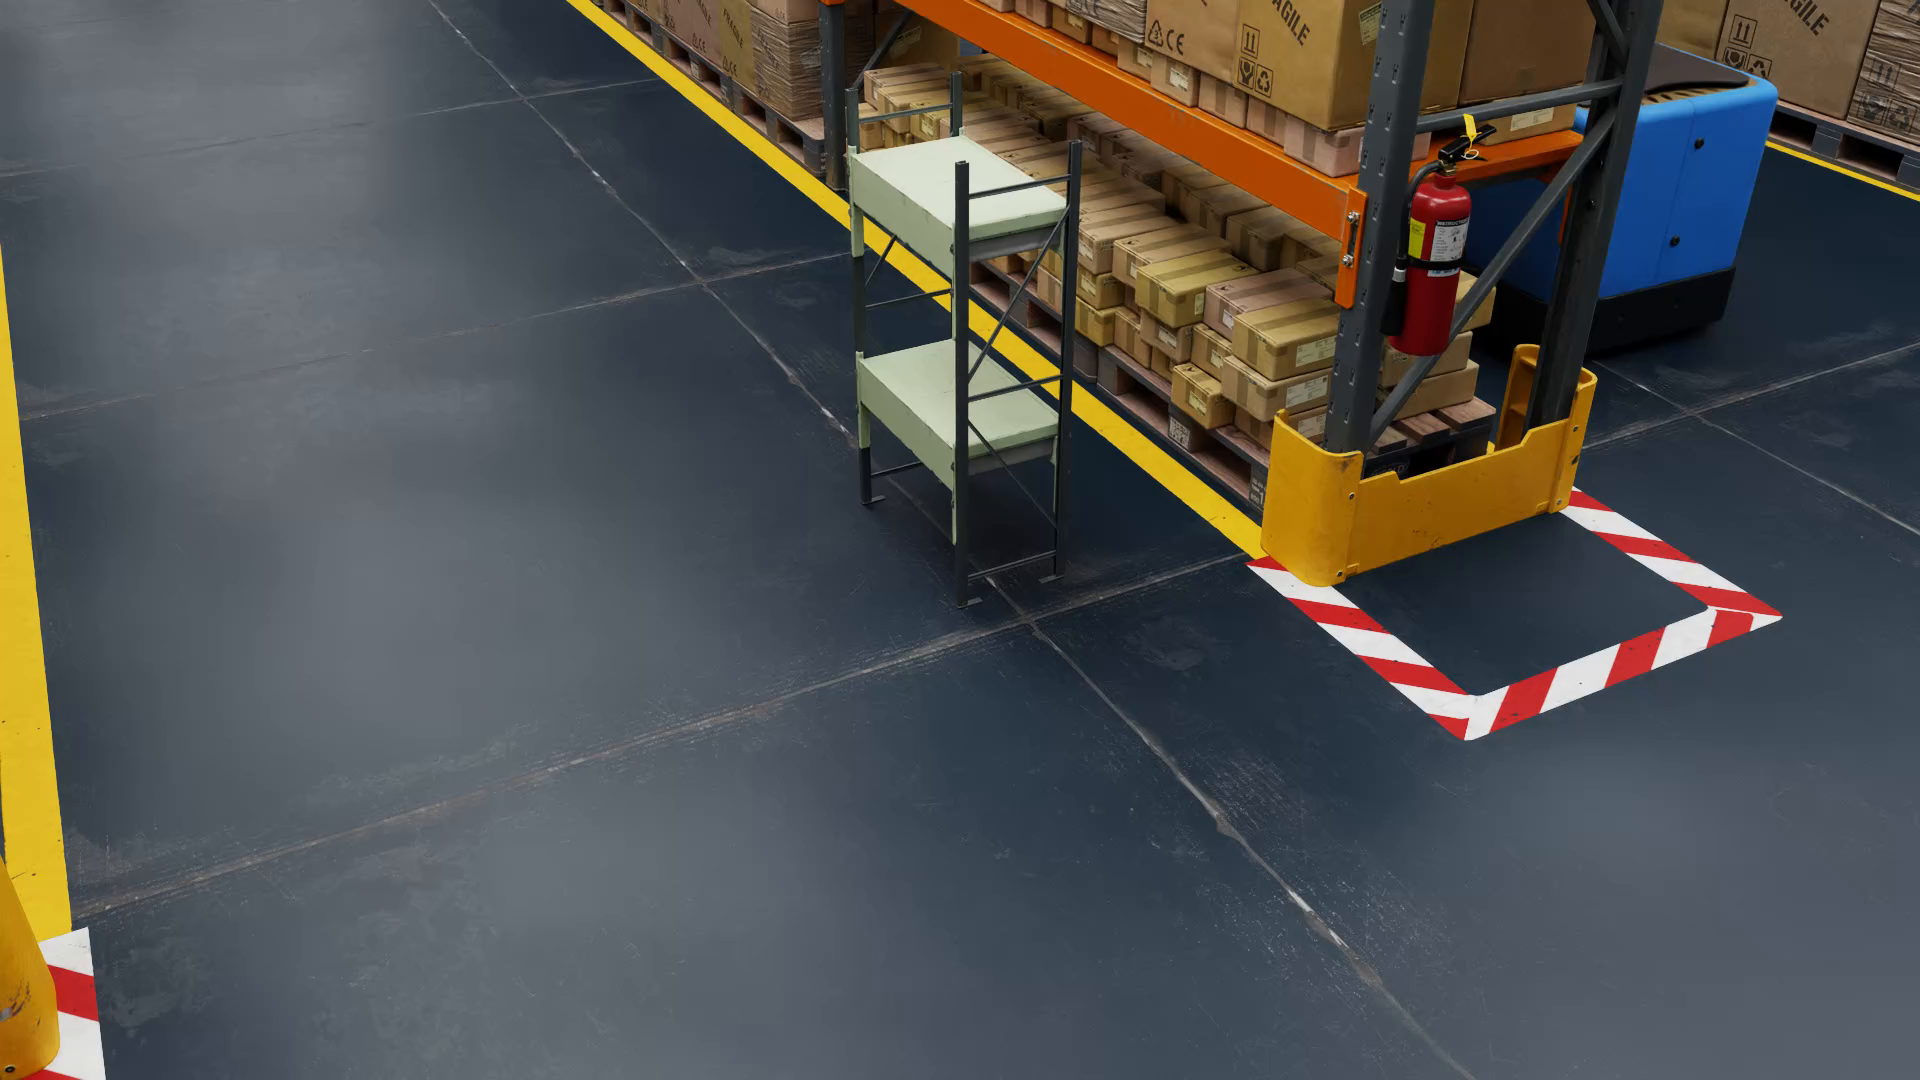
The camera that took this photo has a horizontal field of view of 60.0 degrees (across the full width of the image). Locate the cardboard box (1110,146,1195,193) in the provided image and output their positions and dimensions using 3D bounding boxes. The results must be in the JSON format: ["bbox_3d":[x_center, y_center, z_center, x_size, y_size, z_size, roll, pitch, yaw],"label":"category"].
[{"bbox_3d":[0.865,-1.568,7.118,0.380,0.149,0.250,-16,36,-23],"label":"cardboard box"}]

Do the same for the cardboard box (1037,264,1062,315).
[{"bbox_3d":[0.545,-1.063,6.881,0.380,0.149,0.250,-15,36,-22],"label":"cardboard box"}]

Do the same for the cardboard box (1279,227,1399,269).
[{"bbox_3d":[1.459,-1.103,6.392,0.380,0.149,0.250,-16,36,-23],"label":"cardboard box"}]

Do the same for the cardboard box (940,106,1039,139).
[{"bbox_3d":[0.133,-1.832,7.531,0.380,0.149,0.250,-17,36,-24],"label":"cardboard box"}]

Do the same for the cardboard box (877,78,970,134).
[{"bbox_3d":[-0.170,-2.059,7.886,0.380,0.149,0.250,-14,35,-21],"label":"cardboard box"}]

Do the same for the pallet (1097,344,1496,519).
[{"bbox_3d":[1.259,-0.545,6.405,1.003,0.211,1.213,-16,36,-23],"label":"pallet"}]

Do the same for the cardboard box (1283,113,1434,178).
[{"bbox_3d":[1.240,-1.265,5.177,0.380,0.149,0.250,-16,36,-23],"label":"cardboard box"}]

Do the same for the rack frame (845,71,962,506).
[{"bbox_3d":[-0.174,-0.809,5.623,0.400,1.500,0.023,-16,36,-23],"label":"rack frame"}]

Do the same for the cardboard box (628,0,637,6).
[{"bbox_3d":[-1.984,-3.827,10.870,0.500,0.500,0.500,-17,37,-25],"label":"cardboard box"}]

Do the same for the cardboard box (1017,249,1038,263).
[{"bbox_3d":[0.390,-1.311,6.993,0.380,0.149,0.250,-15,36,-23],"label":"cardboard box"}]

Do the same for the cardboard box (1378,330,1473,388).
[{"bbox_3d":[1.625,-0.703,6.044,0.380,0.149,0.250,-14,35,-21],"label":"cardboard box"}]

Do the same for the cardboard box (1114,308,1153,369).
[{"bbox_3d":[0.829,-0.821,6.504,0.380,0.149,0.250,-15,36,-23],"label":"cardboard box"}]

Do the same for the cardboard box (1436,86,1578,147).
[{"bbox_3d":[1.781,-1.418,5.415,0.380,0.149,0.250,-16,36,-23],"label":"cardboard box"}]

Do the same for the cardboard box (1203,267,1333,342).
[{"bbox_3d":[1.104,-0.837,5.977,0.380,0.149,0.250,-15,36,-22],"label":"cardboard box"}]

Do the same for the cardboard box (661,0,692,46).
[{"bbox_3d":[-1.503,-3.344,10.117,0.500,0.500,0.500,-17,36,-24],"label":"cardboard box"}]

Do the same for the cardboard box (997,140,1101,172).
[{"bbox_3d":[0.380,-1.581,7.139,0.380,0.149,0.250,-17,37,-25],"label":"cardboard box"}]

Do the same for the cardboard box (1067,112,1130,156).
[{"bbox_3d":[0.710,-1.839,7.543,0.380,0.149,0.250,-18,37,-25],"label":"cardboard box"}]

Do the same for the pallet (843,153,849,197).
[{"bbox_3d":[0.121,-1.710,8.223,1.003,0.211,1.213,-16,36,-23],"label":"pallet"}]

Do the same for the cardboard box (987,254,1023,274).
[{"bbox_3d":[0.303,-1.308,7.265,0.380,0.149,0.250,-17,36,-24],"label":"cardboard box"}]

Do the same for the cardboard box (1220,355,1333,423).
[{"bbox_3d":[1.143,-0.568,5.834,0.380,0.149,0.250,-17,36,-24],"label":"cardboard box"}]

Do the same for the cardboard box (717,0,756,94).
[{"bbox_3d":[-1.030,-2.854,9.353,0.500,0.500,0.500,-17,36,-24],"label":"cardboard box"}]

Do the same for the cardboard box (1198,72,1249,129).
[{"bbox_3d":[1.027,-1.509,5.558,0.380,0.149,0.250,-16,36,-24],"label":"cardboard box"}]

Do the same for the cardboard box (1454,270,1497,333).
[{"bbox_3d":[1.698,-0.849,5.996,0.380,0.149,0.250,-18,37,-25],"label":"cardboard box"}]

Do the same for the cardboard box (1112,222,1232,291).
[{"bbox_3d":[0.807,-1.068,6.338,0.380,0.149,0.250,-17,37,-25],"label":"cardboard box"}]

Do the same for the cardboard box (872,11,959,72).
[{"bbox_3d":[-0.333,-2.739,9.172,0.500,0.500,0.500,-14,35,-21],"label":"cardboard box"}]

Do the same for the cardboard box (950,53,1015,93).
[{"bbox_3d":[0.173,-2.318,8.289,0.380,0.149,0.250,-15,36,-22],"label":"cardboard box"}]

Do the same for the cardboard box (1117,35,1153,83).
[{"bbox_3d":[0.790,-1.758,5.947,0.380,0.149,0.250,-18,37,-25],"label":"cardboard box"}]

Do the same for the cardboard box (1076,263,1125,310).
[{"bbox_3d":[0.647,-1.060,6.601,0.380,0.149,0.250,-15,36,-22],"label":"cardboard box"}]

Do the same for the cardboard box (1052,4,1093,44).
[{"bbox_3d":[0.579,-2.024,6.362,0.380,0.149,0.250,-15,36,-22],"label":"cardboard box"}]

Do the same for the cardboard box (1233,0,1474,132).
[{"bbox_3d":[1.205,-1.603,5.104,0.500,0.500,0.500,-15,36,-22],"label":"cardboard box"}]

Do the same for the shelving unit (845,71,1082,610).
[{"bbox_3d":[-0.003,-0.635,5.350,0.431,1.500,0.755,-16,36,-23],"label":"shelving unit"}]

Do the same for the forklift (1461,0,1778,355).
[{"bbox_3d":[2.177,-2.739,7.308,1.130,2.935,3.031,-15,35,-21],"label":"forklift"}]

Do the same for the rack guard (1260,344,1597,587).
[{"bbox_3d":[1.606,-0.270,5.708,1.175,0.500,0.348,-16,36,-23],"label":"rack guard"}]

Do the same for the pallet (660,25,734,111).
[{"bbox_3d":[-1.160,-2.975,10.198,1.003,0.211,1.213,-16,36,-23],"label":"pallet"}]

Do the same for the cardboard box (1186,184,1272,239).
[{"bbox_3d":[1.149,-1.335,6.755,0.380,0.149,0.250,-14,35,-21],"label":"cardboard box"}]

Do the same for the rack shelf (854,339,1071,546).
[{"bbox_3d":[-0.003,-0.360,5.526,0.431,0.370,0.720,-16,36,-23],"label":"rack shelf"}]

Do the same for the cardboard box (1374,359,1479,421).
[{"bbox_3d":[1.681,-0.593,6.149,0.380,0.149,0.250,-15,36,-22],"label":"cardboard box"}]

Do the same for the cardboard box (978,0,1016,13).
[{"bbox_3d":[0.276,-2.256,6.723,0.380,0.149,0.250,-14,35,-21],"label":"cardboard box"}]

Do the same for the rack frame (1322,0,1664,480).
[{"bbox_3d":[1.642,-1.286,4.977,1.000,3.000,0.127,-16,36,-23],"label":"rack frame"}]

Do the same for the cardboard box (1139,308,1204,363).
[{"bbox_3d":[0.899,-0.816,6.220,0.380,0.149,0.250,-17,37,-25],"label":"cardboard box"}]

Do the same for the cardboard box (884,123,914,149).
[{"bbox_3d":[-0.140,-1.945,7.983,0.380,0.149,0.250,-16,36,-23],"label":"cardboard box"}]

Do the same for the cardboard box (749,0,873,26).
[{"bbox_3d":[-0.794,-2.927,8.771,0.500,0.250,0.500,-17,36,-24],"label":"cardboard box"}]

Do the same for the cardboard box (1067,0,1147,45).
[{"bbox_3d":[0.724,-2.090,5.863,0.500,0.500,0.500,-16,36,-23],"label":"cardboard box"}]

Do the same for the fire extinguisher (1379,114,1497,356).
[{"bbox_3d":[1.351,-0.861,4.730,0.296,0.674,0.183,-16,36,-23],"label":"fire extinguisher"}]

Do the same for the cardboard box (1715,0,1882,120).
[{"bbox_3d":[4.868,-2.912,9.095,0.875,0.875,0.875,-16,36,-23],"label":"cardboard box"}]

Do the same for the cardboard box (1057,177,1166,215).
[{"bbox_3d":[0.607,-1.336,6.756,0.380,0.149,0.250,-17,36,-25],"label":"cardboard box"}]

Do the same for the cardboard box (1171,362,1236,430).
[{"bbox_3d":[1.002,-0.559,6.095,0.380,0.149,0.250,-15,35,-22],"label":"cardboard box"}]

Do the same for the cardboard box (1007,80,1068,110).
[{"bbox_3d":[0.450,-2.089,7.932,0.380,0.149,0.250,-16,36,-24],"label":"cardboard box"}]

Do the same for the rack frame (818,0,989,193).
[{"bbox_3d":[-0.223,-3.195,7.957,1.000,3.000,0.127,-16,36,-23],"label":"rack frame"}]
